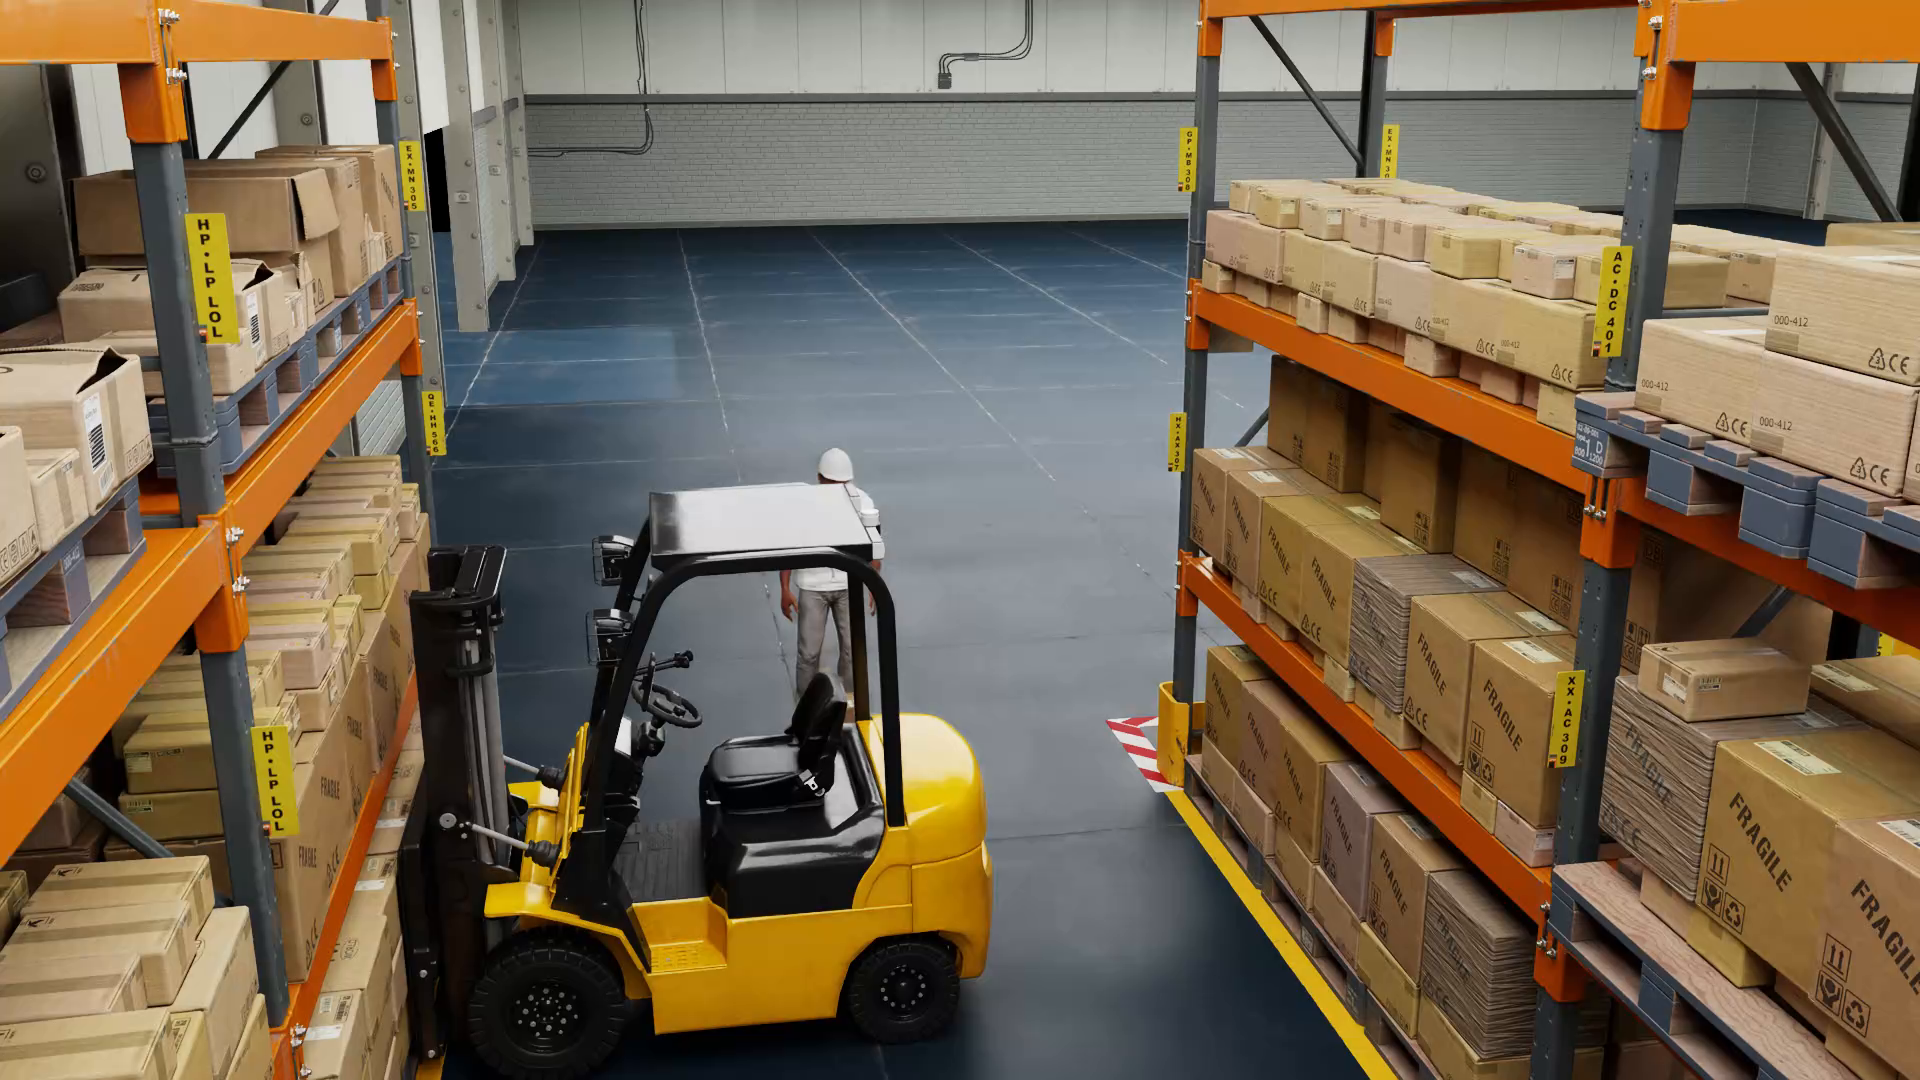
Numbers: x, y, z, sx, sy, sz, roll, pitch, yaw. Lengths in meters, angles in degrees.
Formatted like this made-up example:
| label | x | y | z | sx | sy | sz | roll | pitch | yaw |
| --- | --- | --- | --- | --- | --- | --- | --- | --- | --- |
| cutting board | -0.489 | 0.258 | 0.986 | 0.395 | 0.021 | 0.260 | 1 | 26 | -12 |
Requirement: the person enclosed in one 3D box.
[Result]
| label | x | y | z | sx | sy | sz | roll | pitch | yaw |
| --- | --- | --- | --- | --- | --- | --- | --- | --- | --- |
| person | -0.770 | 0.300 | 9.983 | 0.627 | 1.755 | 0.462 | -4 | 17 | -13 |
